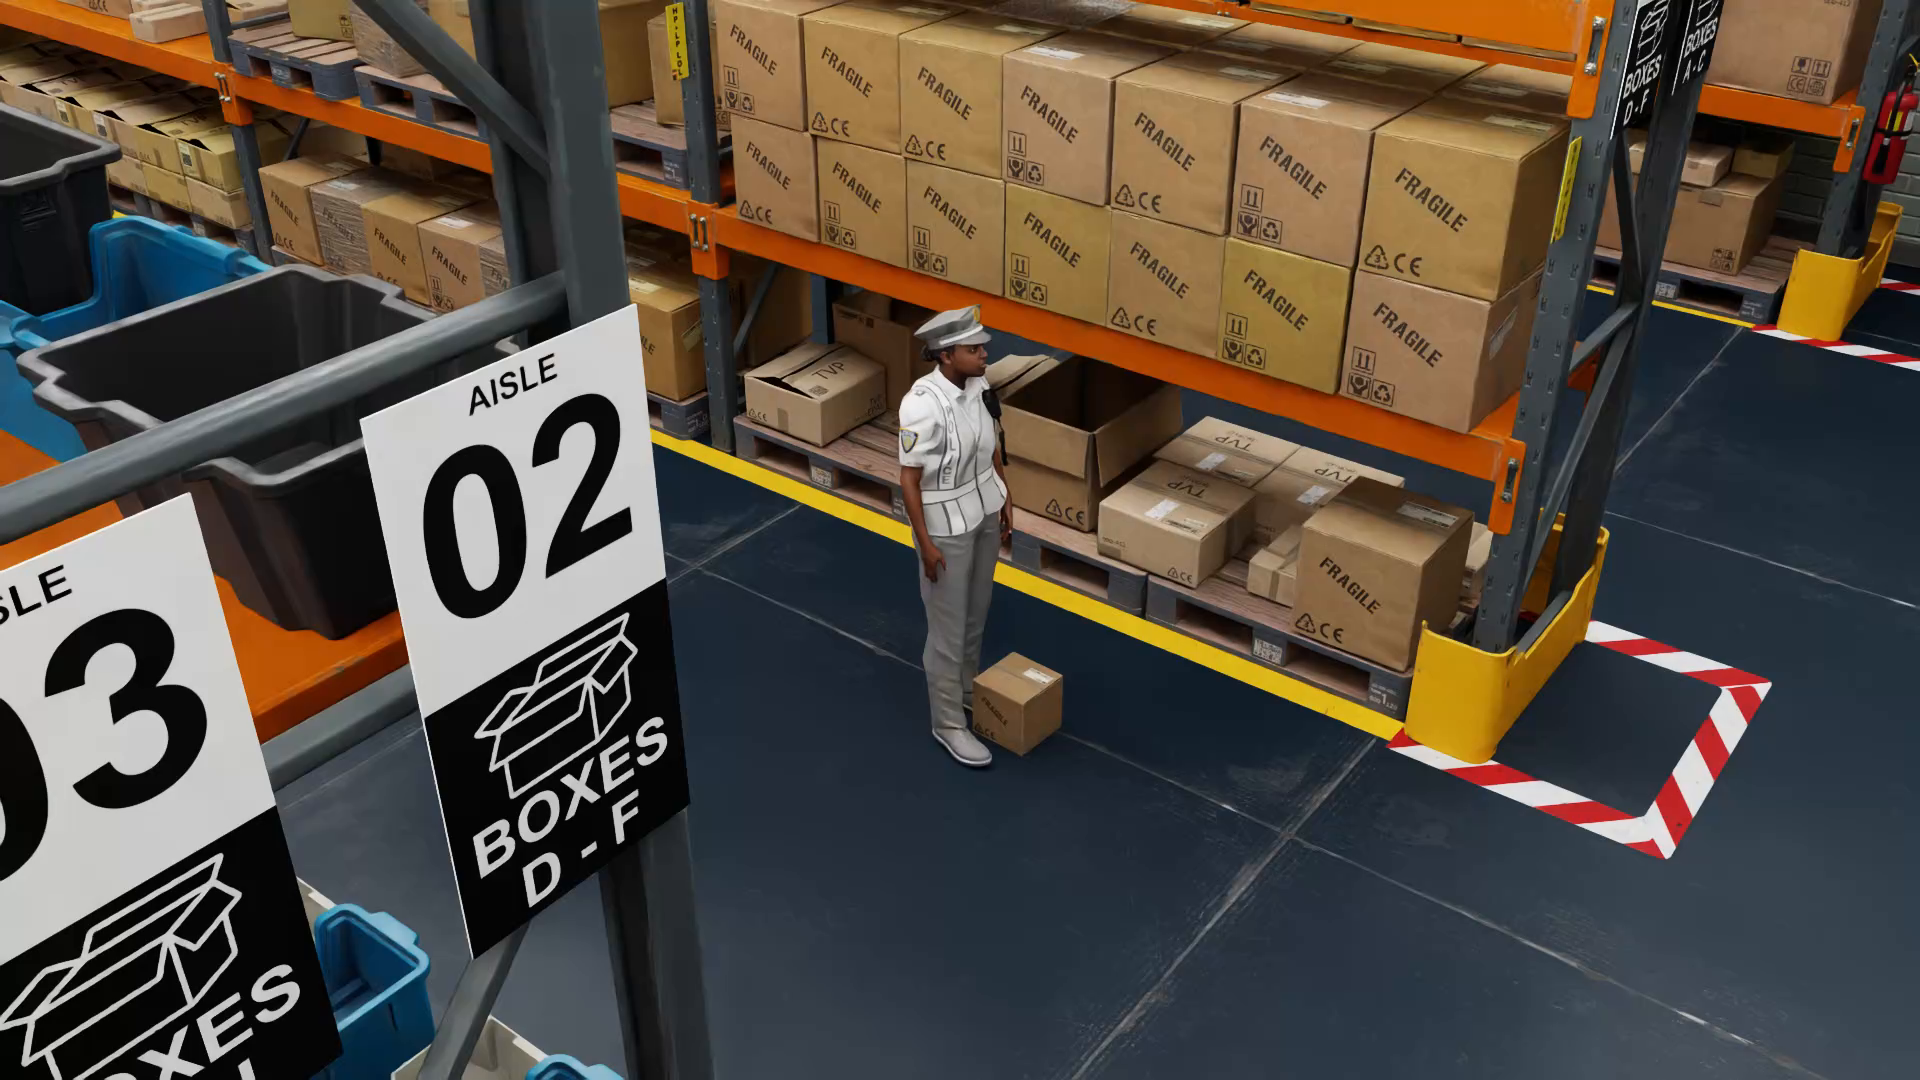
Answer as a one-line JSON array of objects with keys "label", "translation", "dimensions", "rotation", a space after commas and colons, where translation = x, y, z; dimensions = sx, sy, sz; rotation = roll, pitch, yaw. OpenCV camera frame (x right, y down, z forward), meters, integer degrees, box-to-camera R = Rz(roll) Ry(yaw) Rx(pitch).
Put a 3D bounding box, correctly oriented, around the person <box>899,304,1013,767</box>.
[{"label": "person", "translation": [0.040, -0.043, 6.154], "dimensions": [0.528, 1.696, 0.569], "rotation": [21, 37, 31]}]
